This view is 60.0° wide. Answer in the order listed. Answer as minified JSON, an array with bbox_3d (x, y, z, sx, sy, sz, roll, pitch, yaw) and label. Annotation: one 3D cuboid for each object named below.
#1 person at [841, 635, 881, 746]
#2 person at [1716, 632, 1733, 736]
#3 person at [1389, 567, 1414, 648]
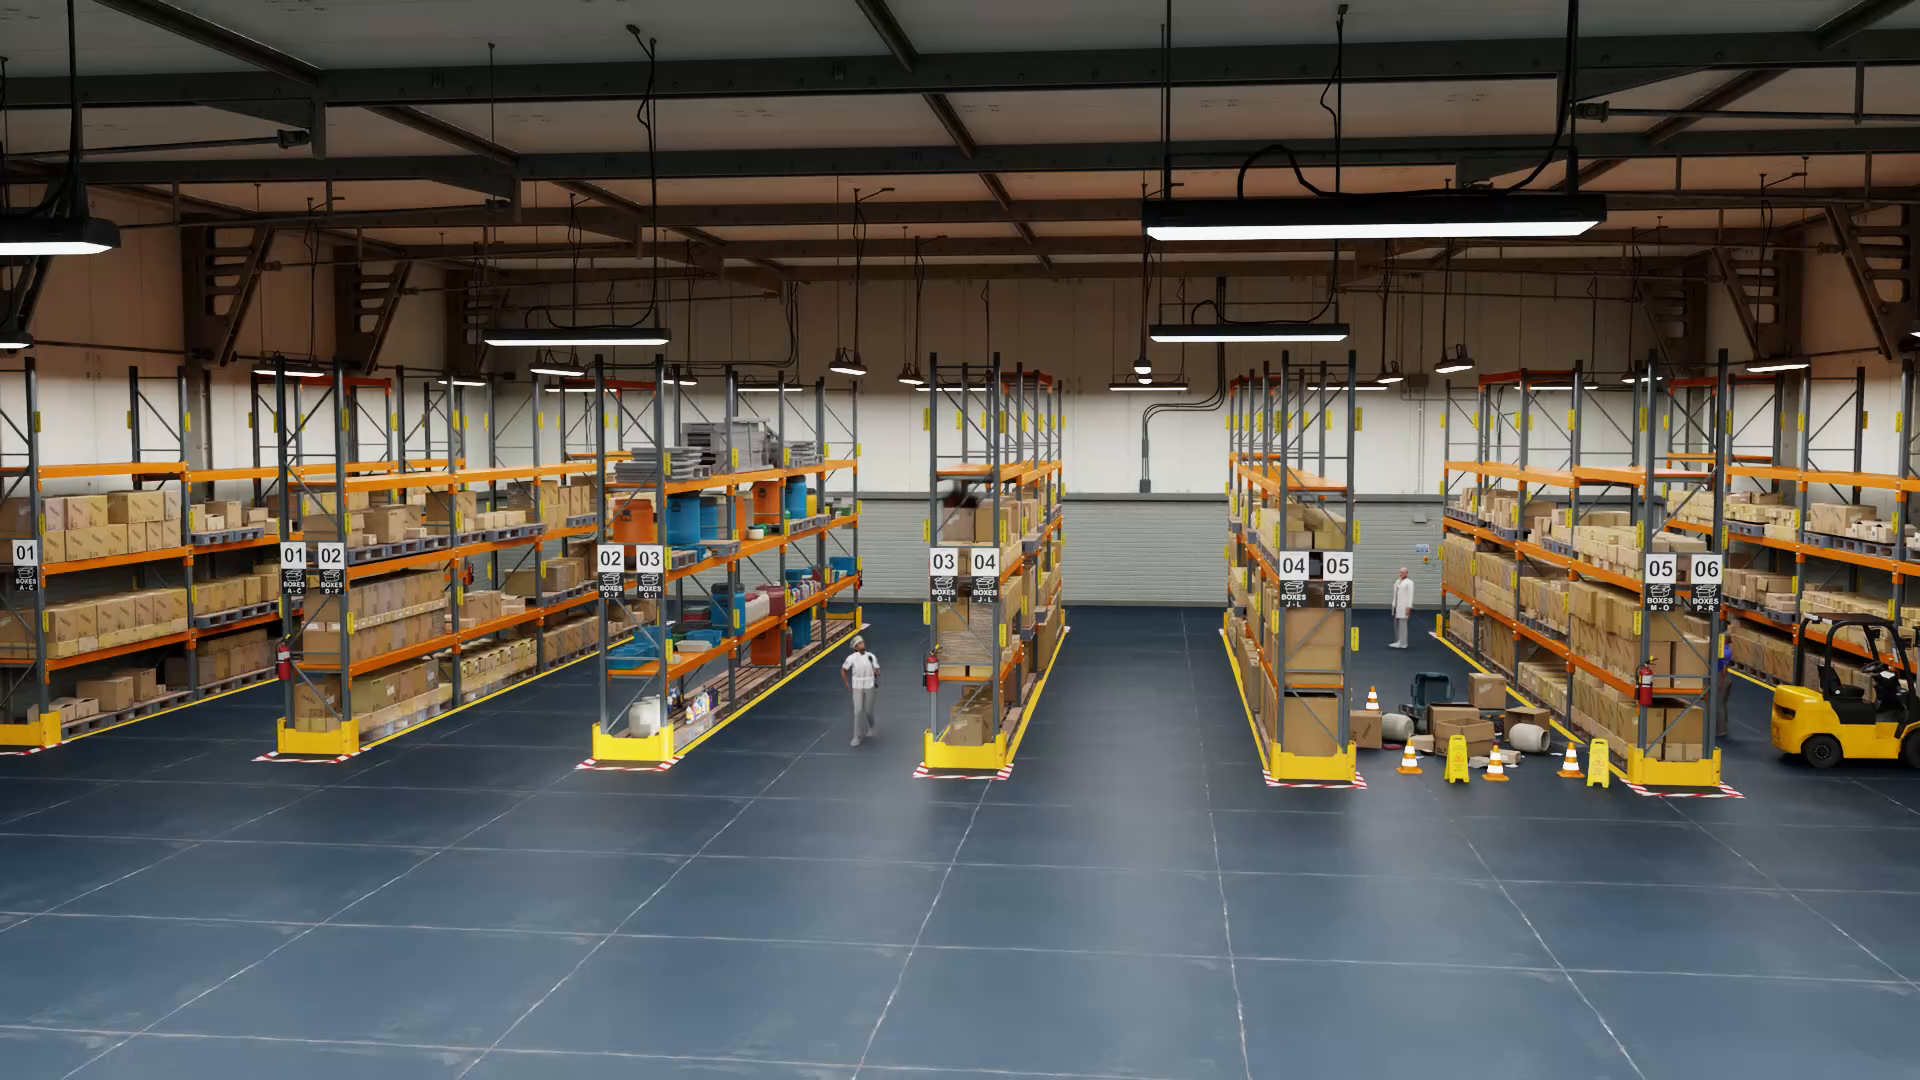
[{"bbox_3d":[-1.569,2.316,25.909,0.623,1.629,1.006,1,4,7],"label":"person"},{"bbox_3d":[12.178,2.302,26.665,0.362,1.673,0.550,3,5,38],"label":"person"},{"bbox_3d":[9.809,1.520,36.966,0.465,1.818,0.617,0,4,-5],"label":"person"}]
